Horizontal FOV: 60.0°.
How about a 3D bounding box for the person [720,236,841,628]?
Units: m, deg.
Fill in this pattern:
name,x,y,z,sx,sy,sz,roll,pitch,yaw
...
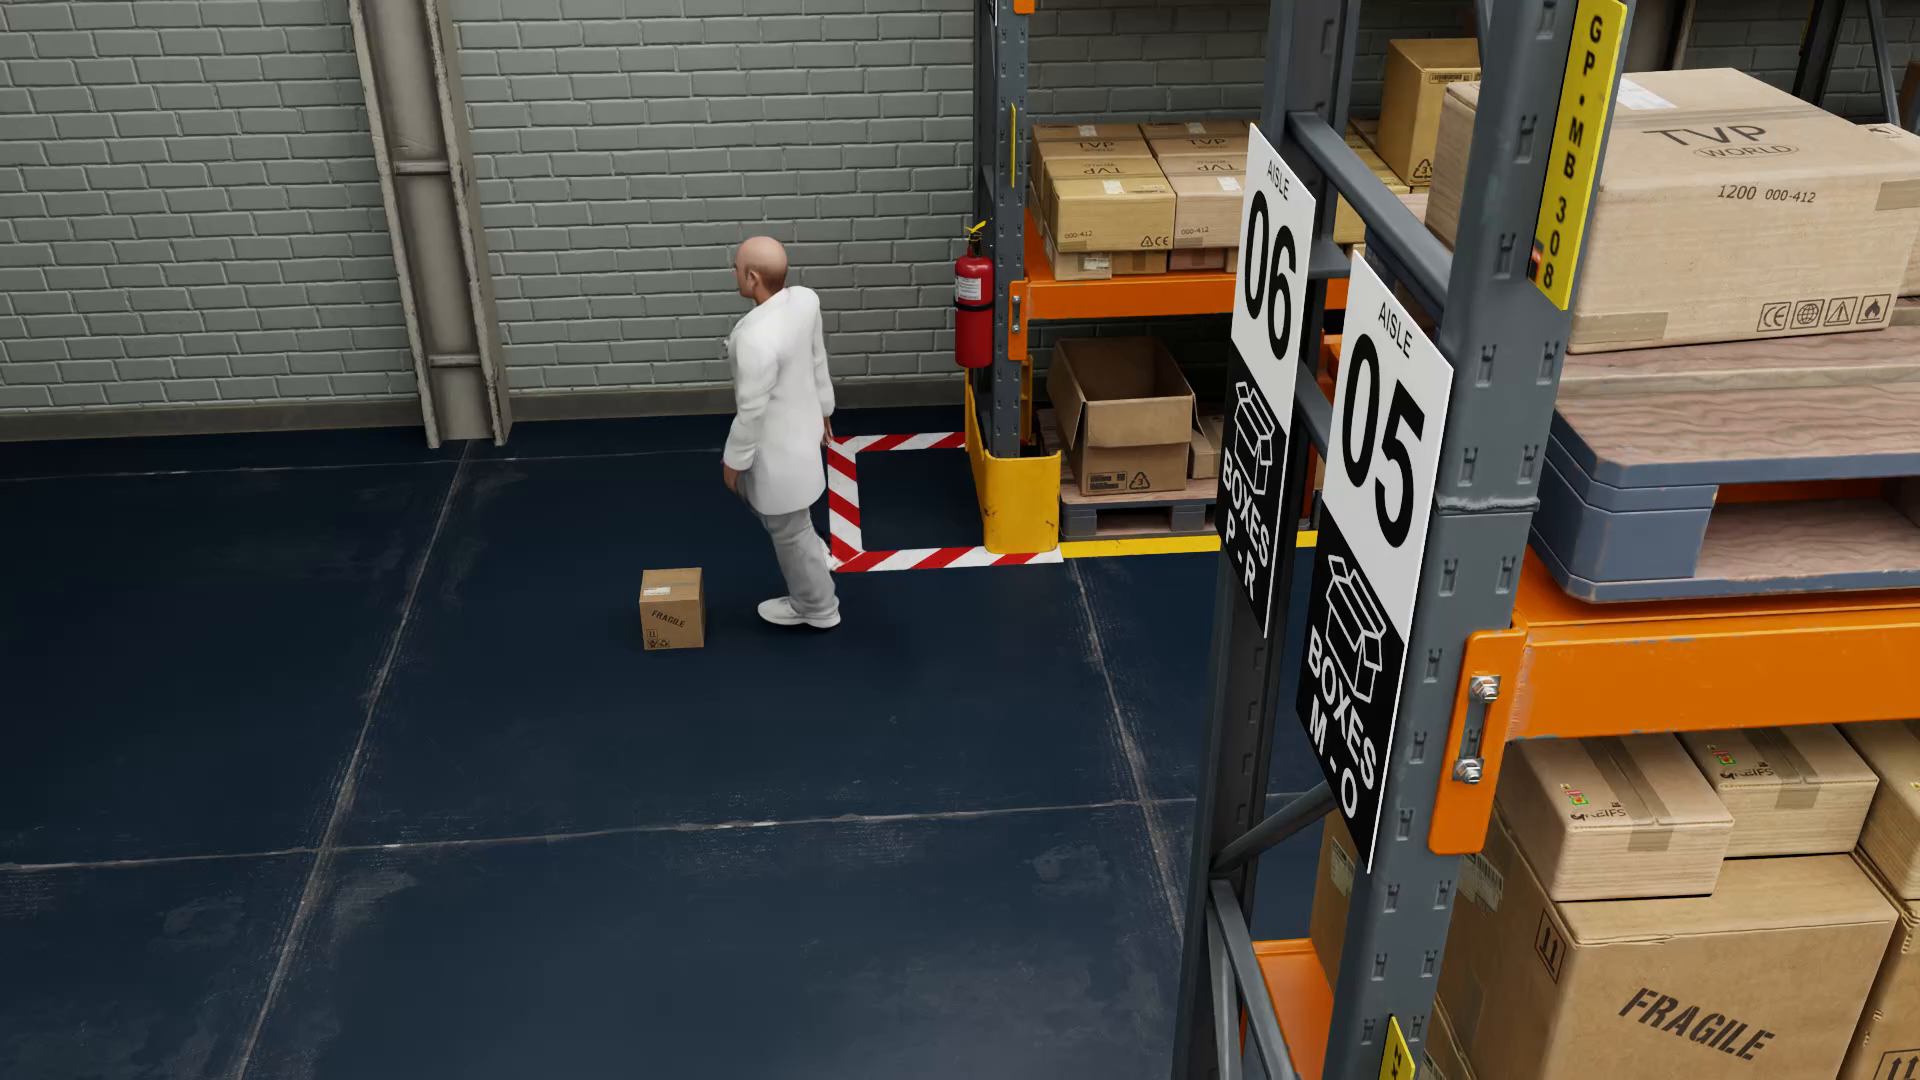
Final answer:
name,x,y,z,sx,sy,sz,roll,pitch,yaw
person,-0.766,-0.402,6.785,0.491,1.784,0.635,7,31,12
